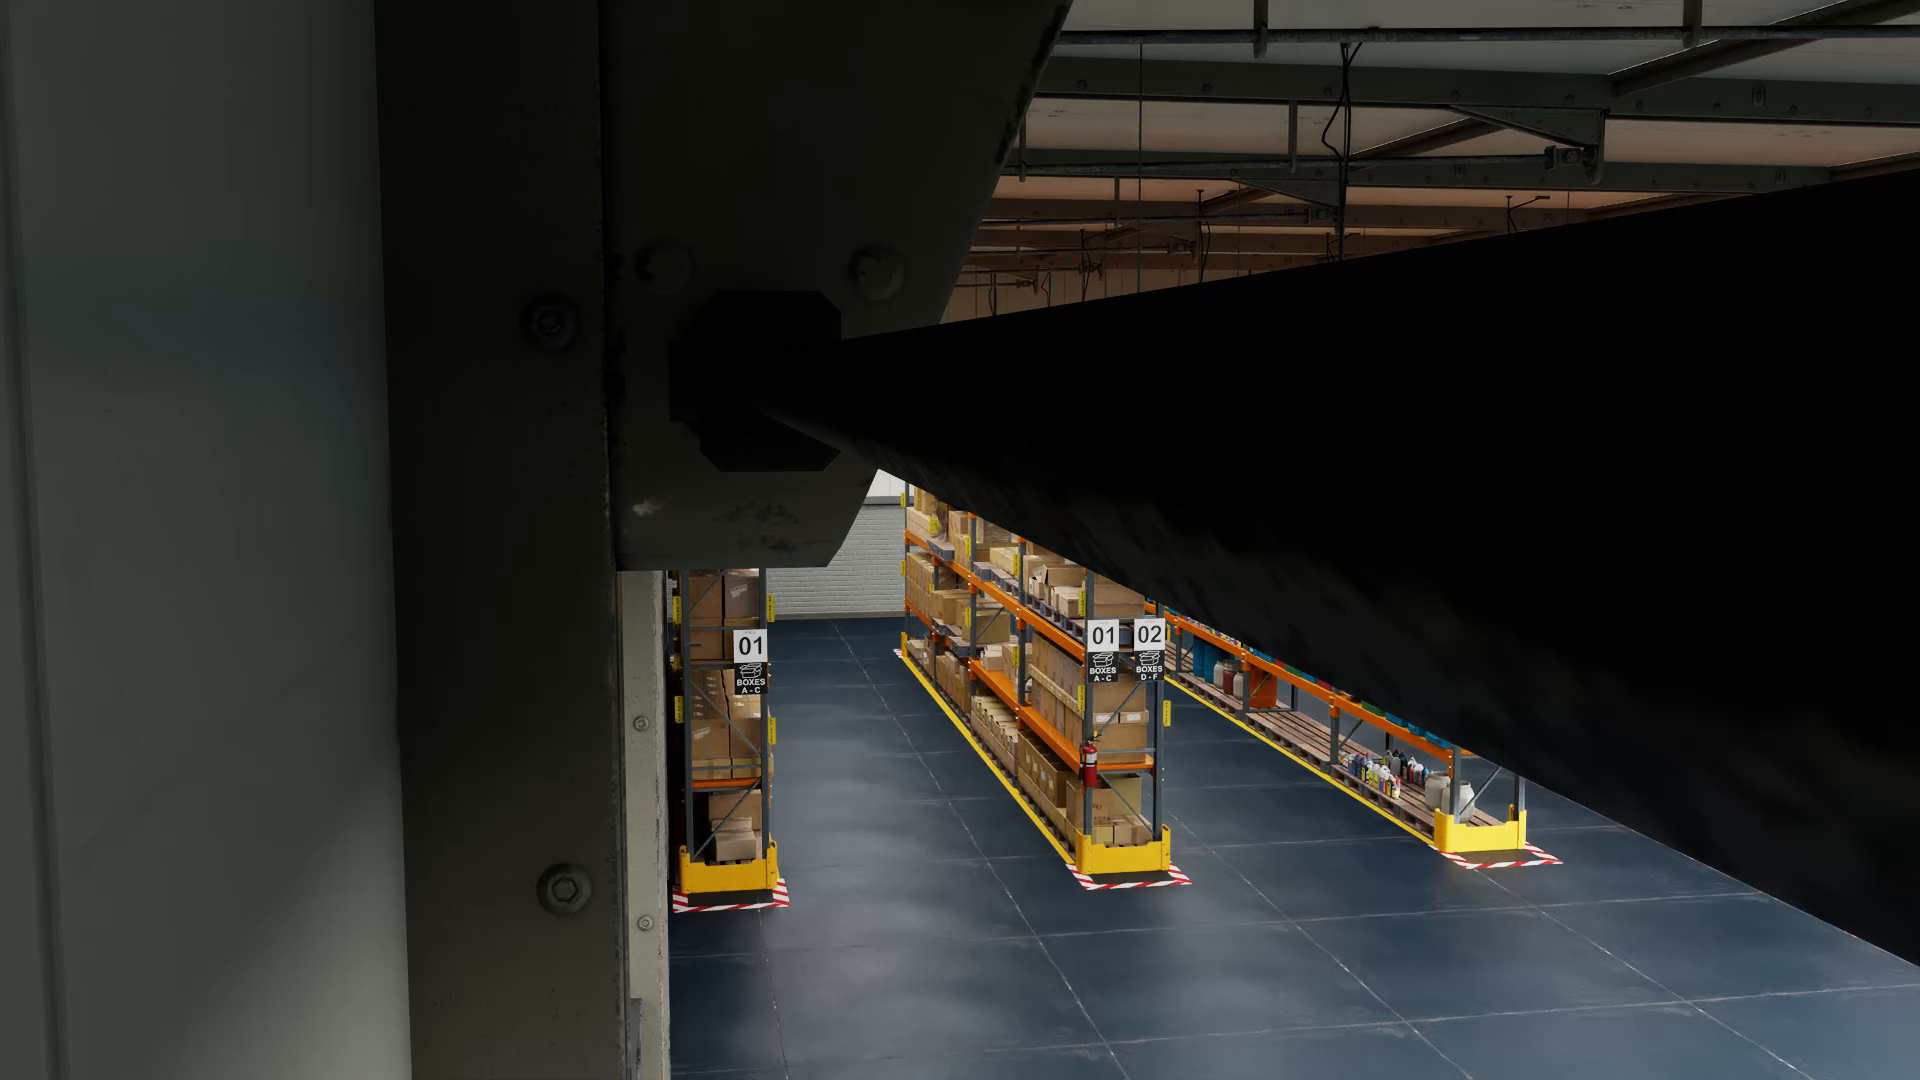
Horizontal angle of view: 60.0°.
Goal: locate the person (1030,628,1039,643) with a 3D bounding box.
[{"bbox_3d":[1.675,1.608,34.829,0.586,1.682,0.592,-3,7,-26],"label":"person"}]
